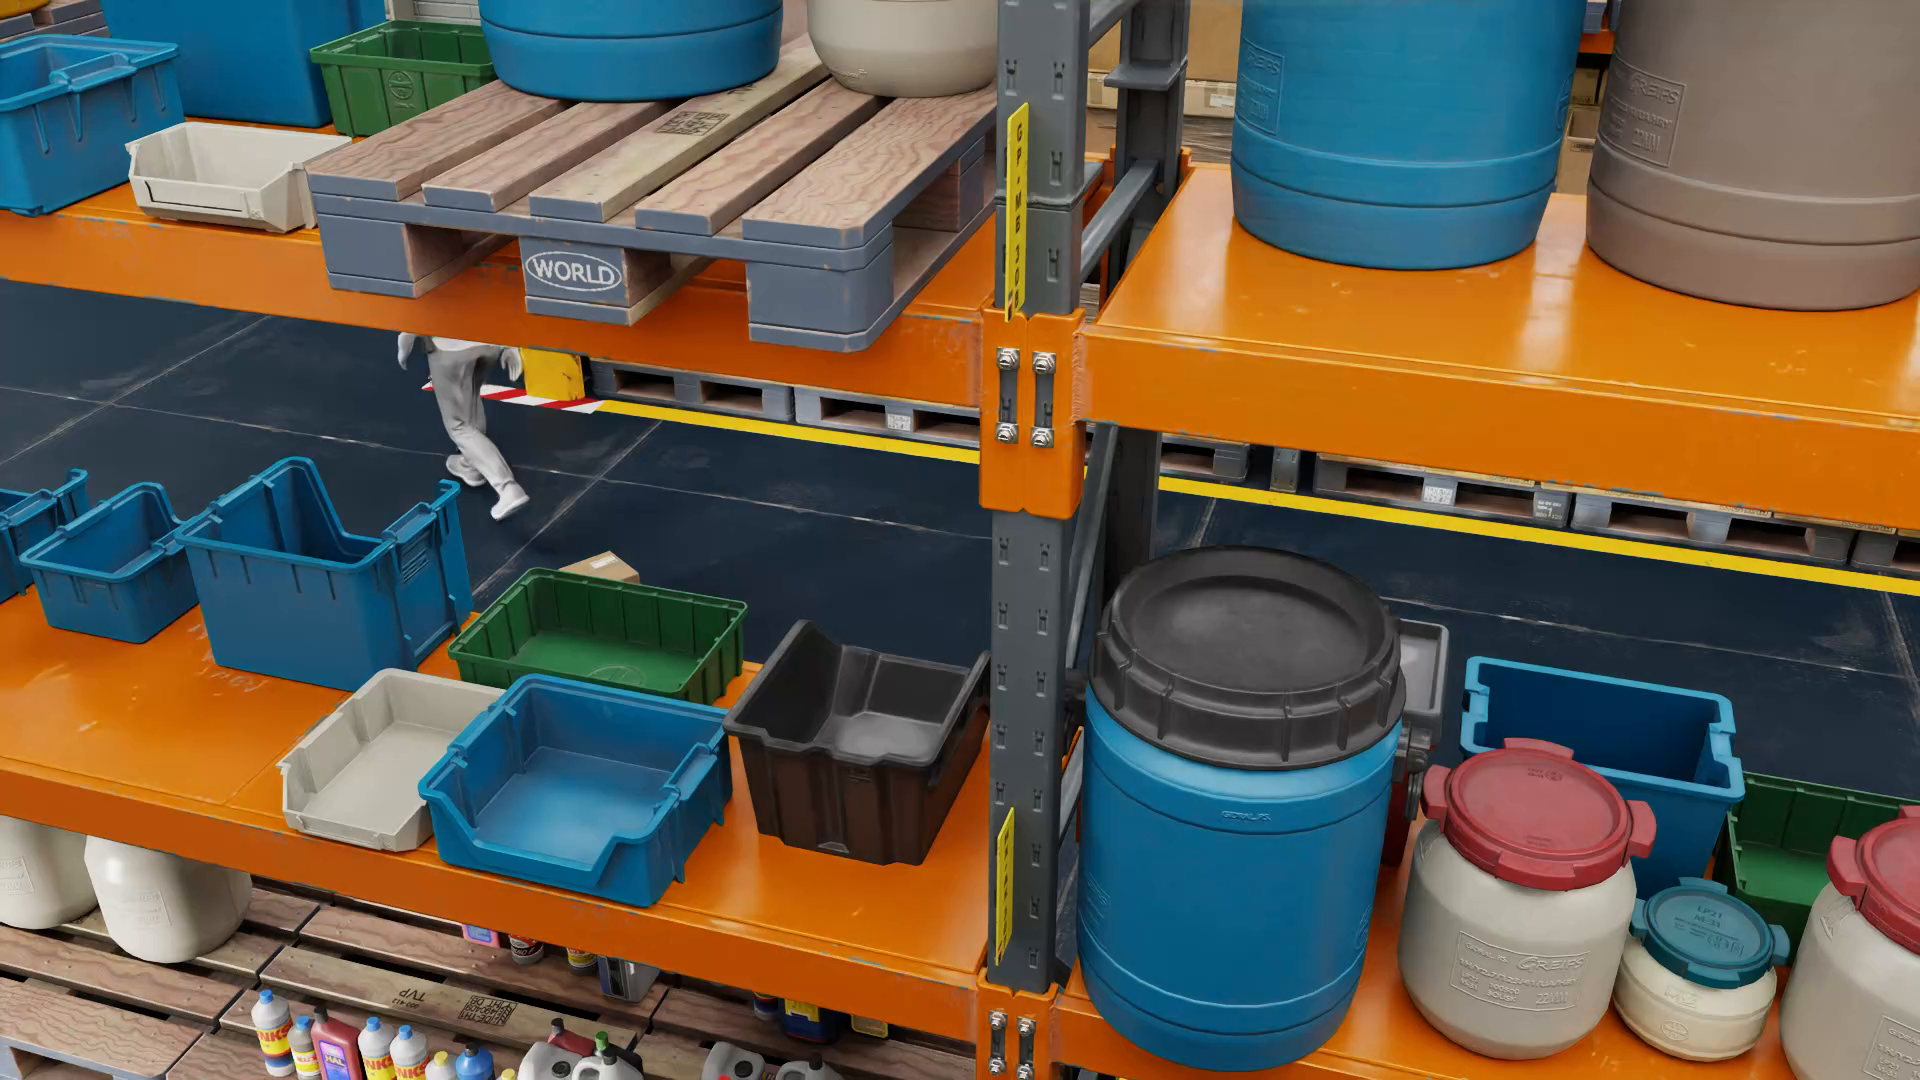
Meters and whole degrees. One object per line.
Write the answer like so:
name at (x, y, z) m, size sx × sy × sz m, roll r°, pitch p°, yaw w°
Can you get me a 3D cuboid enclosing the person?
person at (-2.286, -0.902, 7.674) m, size 0.925 × 1.643 × 0.485 m, roll 24°, pitch 37°, yaw 36°
